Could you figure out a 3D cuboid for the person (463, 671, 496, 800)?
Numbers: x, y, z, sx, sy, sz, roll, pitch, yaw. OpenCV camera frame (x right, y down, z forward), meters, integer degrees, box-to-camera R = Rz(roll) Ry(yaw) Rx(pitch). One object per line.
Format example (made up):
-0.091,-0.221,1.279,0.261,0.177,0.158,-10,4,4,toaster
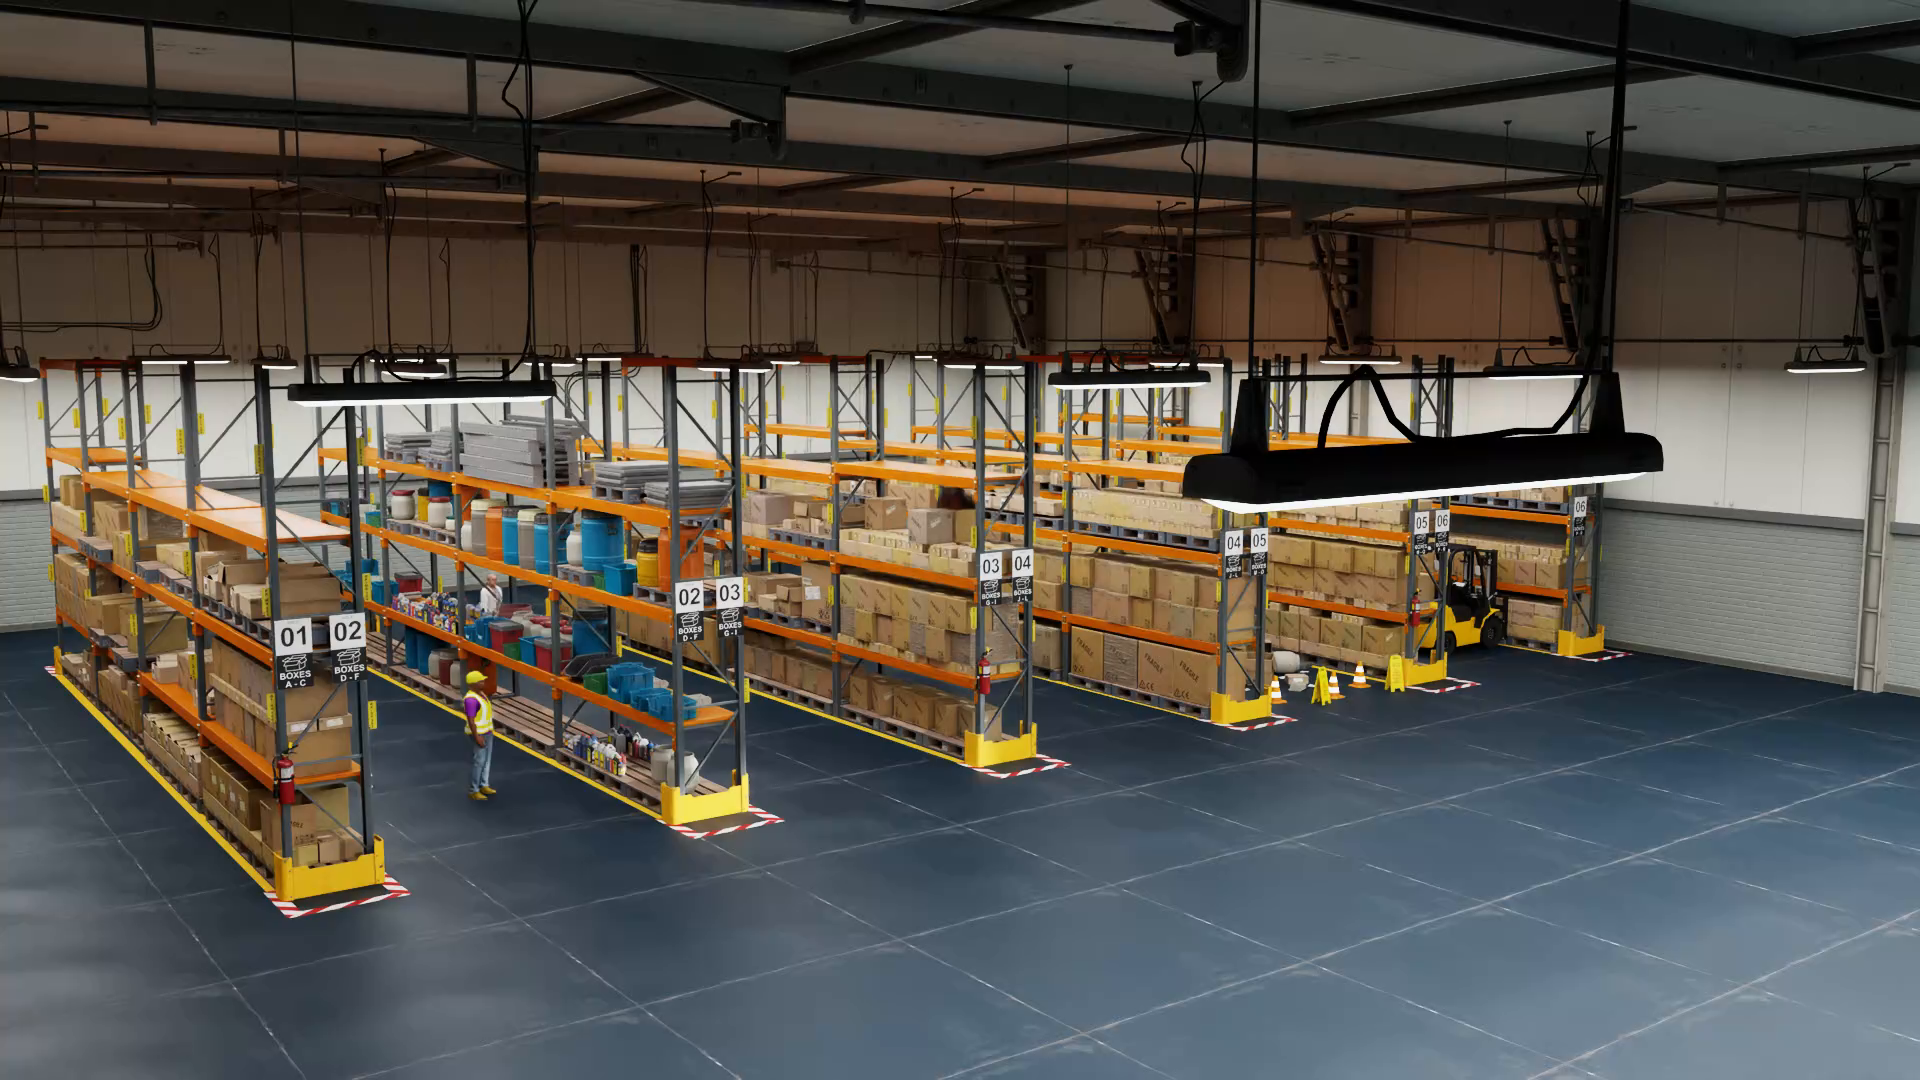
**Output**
-6.675,2.695,23.158,0.454,1.781,0.621,2,7,17,person

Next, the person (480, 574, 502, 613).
-9.127,1.526,32.642,1.115,1.719,0.601,5,8,36,person
